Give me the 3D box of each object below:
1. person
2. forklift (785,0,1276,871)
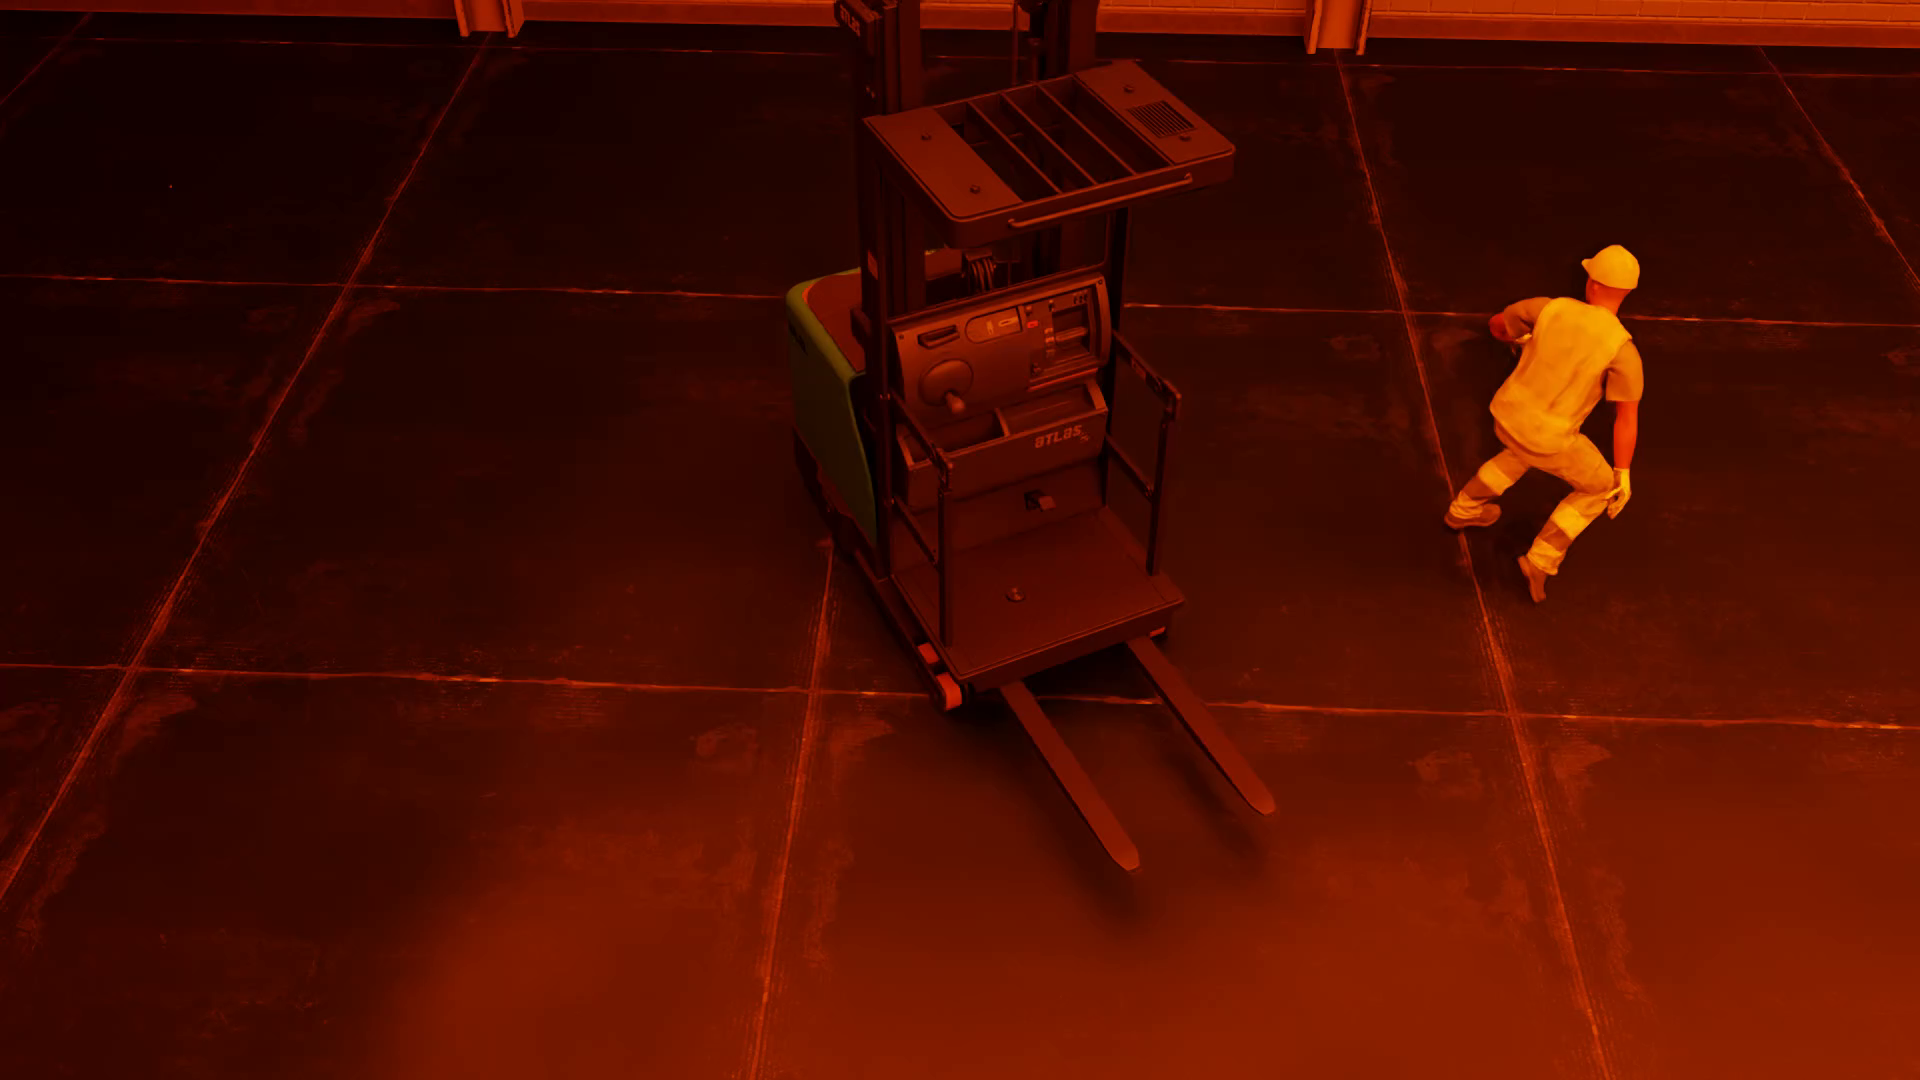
[{"bbox_3d":[2.638,-0.487,7.311,0.502,1.656,1.027,-21,46,-21],"label":"person"},{"bbox_3d":[0.274,-0.695,6.504,1.130,2.935,3.031,-18,45,-19],"label":"forklift"}]
